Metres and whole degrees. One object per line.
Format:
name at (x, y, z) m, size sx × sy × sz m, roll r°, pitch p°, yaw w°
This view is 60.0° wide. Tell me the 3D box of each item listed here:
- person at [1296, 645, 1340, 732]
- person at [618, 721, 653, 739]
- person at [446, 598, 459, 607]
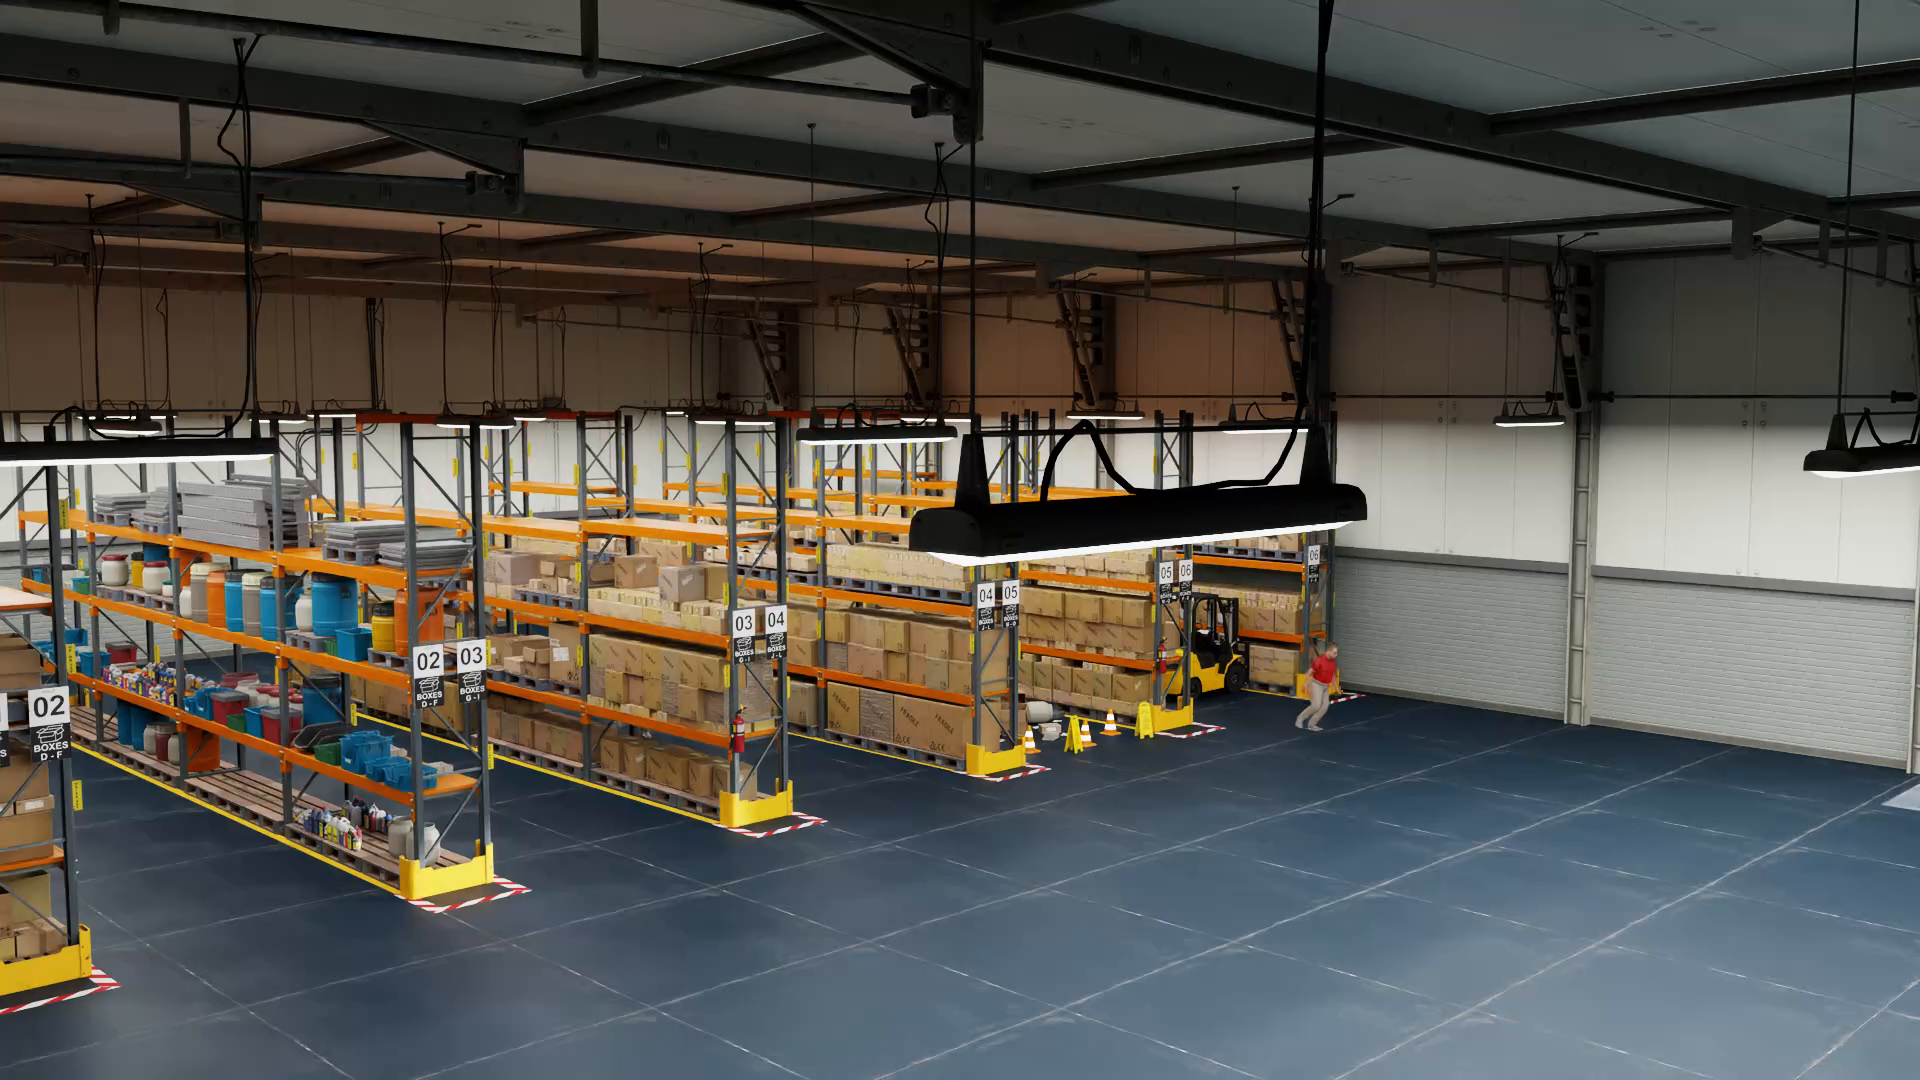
person at (6.753, 2.781, 31.330) m, size 0.799 × 1.648 × 0.632 m, roll -4°, pitch 6°, yaw -37°
person at (-6.024, 2.904, 30.926) m, size 0.864 × 1.552 × 0.549 m, roll 2°, pitch 5°, yaw 21°
person at (-12.088, 2.081, 39.720) m, size 0.575 × 1.639 × 0.632 m, roll 0°, pitch 5°, yaw 0°
